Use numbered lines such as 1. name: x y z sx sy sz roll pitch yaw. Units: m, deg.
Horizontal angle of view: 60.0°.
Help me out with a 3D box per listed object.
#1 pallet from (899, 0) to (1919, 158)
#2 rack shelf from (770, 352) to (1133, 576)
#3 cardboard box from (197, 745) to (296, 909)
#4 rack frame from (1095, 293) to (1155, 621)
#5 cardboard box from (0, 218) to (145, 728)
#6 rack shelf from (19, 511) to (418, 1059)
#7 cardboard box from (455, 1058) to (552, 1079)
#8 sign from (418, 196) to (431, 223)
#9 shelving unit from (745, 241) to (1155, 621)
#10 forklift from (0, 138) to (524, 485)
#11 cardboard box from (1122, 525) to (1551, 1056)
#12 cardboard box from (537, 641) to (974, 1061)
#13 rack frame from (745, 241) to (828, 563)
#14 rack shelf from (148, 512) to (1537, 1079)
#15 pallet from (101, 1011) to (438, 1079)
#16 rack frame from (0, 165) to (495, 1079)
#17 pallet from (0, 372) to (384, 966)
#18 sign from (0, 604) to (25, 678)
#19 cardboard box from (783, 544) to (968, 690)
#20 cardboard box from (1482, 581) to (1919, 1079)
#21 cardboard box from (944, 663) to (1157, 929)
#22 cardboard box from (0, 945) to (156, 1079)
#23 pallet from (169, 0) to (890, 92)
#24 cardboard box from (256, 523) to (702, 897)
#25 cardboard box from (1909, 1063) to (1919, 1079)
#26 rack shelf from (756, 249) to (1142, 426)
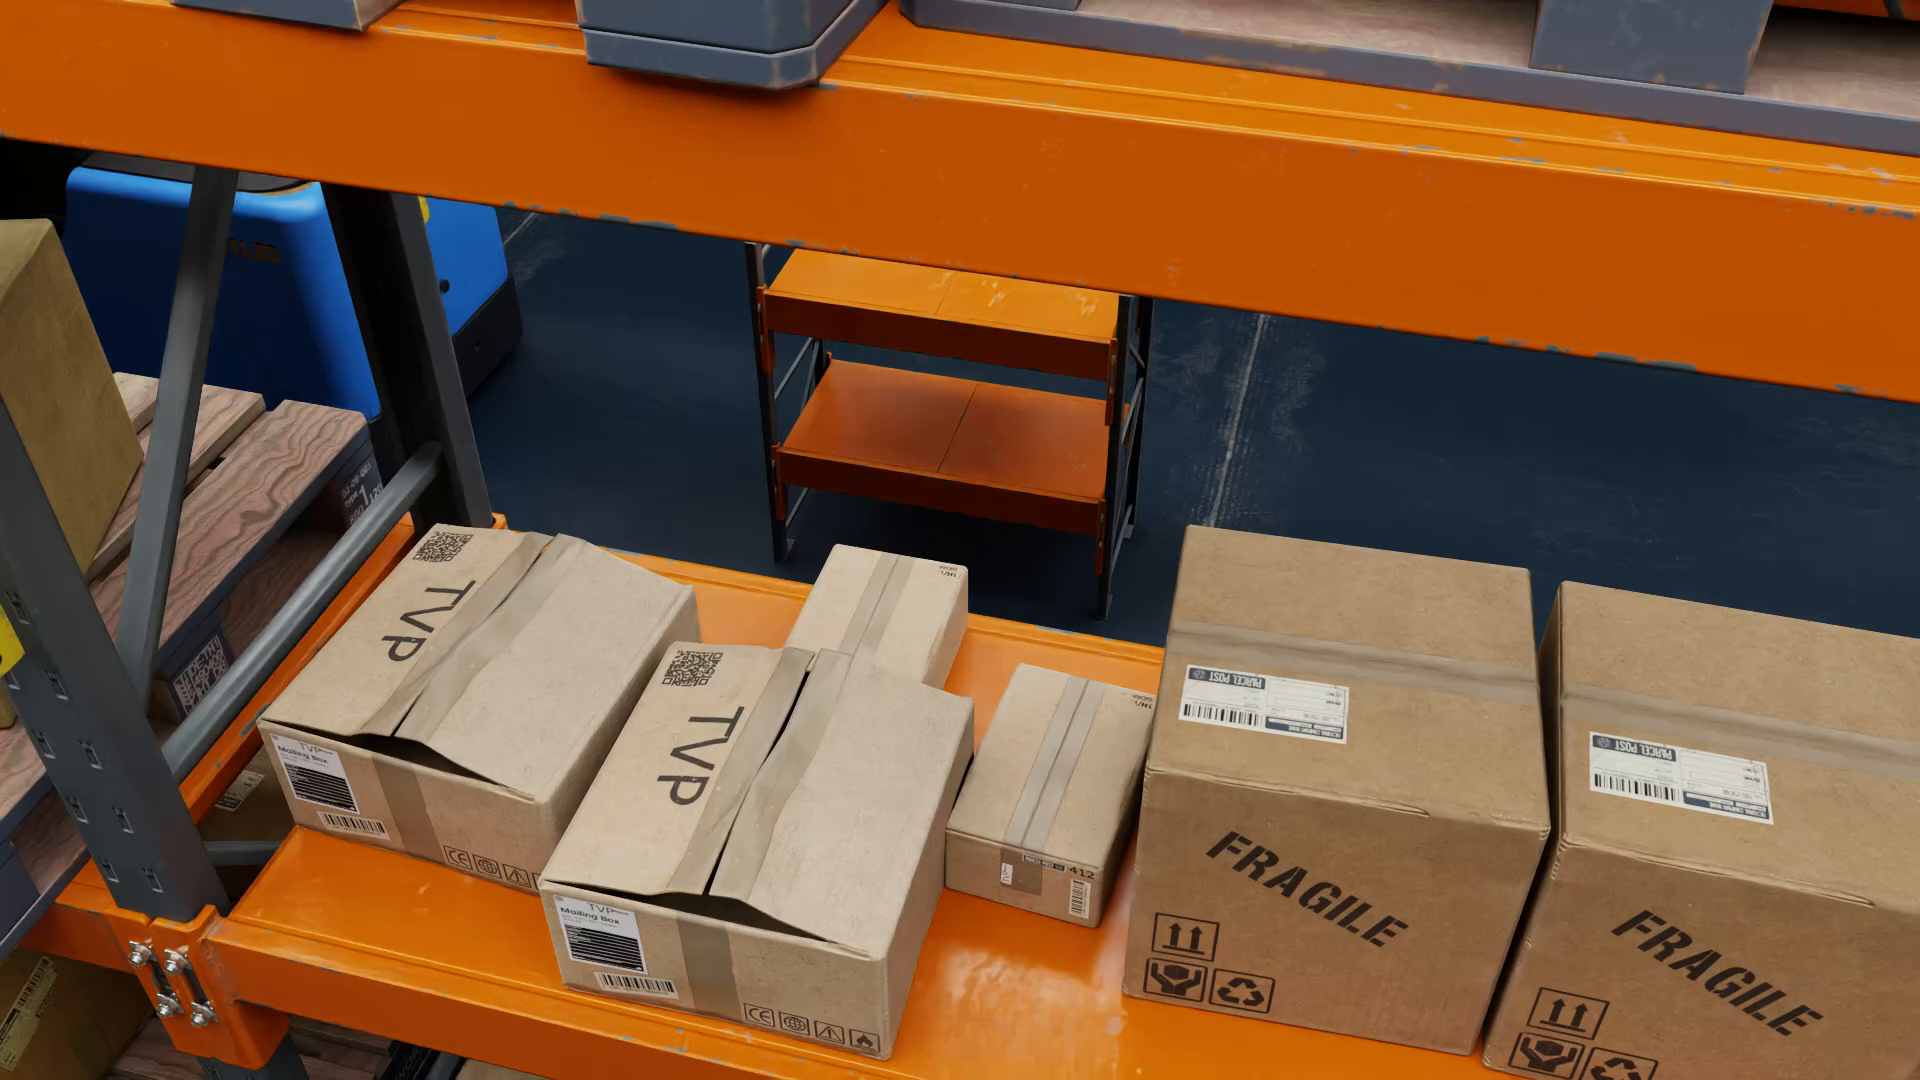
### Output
1. pallet: 0.666 -0.712 1.580 1.213 0.211 1.003 12 41 13
2. rack shelf: -0.007 -0.245 5.047 1.000 0.278 0.538 10 41 11
3. cardboard box: -1.460 0.659 3.735 0.500 0.500 0.500 11 41 13
4. rack frame: 0.485 -0.347 4.789 0.032 1.125 0.500 10 41 11
5. cardboard box: -1.732 -0.111 2.645 0.500 0.500 0.700 -3 40 -3
6. rack shelf: -3.026 0.066 3.398 4.000 0.370 1.077 10 41 11
7. cardboard box: -0.664 1.070 3.019 0.500 0.311 0.500 11 41 13
8. sign: -0.954 -0.666 2.810 0.005 0.325 0.100 10 41 11
9. shelving unit: -0.007 -0.432 4.890 1.048 1.125 0.538 10 41 11
10. forklift: -3.157 -1.807 5.123 3.031 2.935 1.130 11 41 12
11. cardboard box: 0.531 0.354 2.419 0.500 0.500 0.500 8 41 9
12. cardboard box: -0.280 0.426 2.479 0.500 0.311 0.500 9 41 11
13. rack frame: -0.498 -0.516 4.990 0.032 1.125 0.500 10 41 11
14. rack shelf: 0.838 0.731 2.607 4.000 0.370 1.077 10 41 11
15. pallet: -1.806 1.043 3.844 1.213 0.211 1.003 10 41 11
16. rack frame: -1.094 0.123 2.771 0.127 3.000 1.000 10 41 11
17. pallet: -1.767 0.127 2.915 1.003 0.211 1.213 10 41 11
18. sign: -1.225 0.049 2.021 0.005 0.325 0.100 10 41 11
19. cardboard box: -0.154 0.197 2.878 0.250 0.149 0.380 10 41 11
20. cardboard box: 1.039 0.441 2.315 0.500 0.500 0.500 10 41 11
21. cardboard box: 0.152 0.396 2.641 0.250 0.149 0.380 13 42 15
22. cardboard box: -2.058 0.902 3.445 0.500 0.500 0.500 11 41 13
23. pallet: -0.416 -0.896 1.799 1.003 0.211 1.213 12 41 13
24. cardboard box: -0.754 0.245 2.695 0.500 0.311 0.500 12 42 14
25. cardboard box: 1.523 0.524 2.216 0.500 0.500 0.500 13 42 15
26. rack shelf: -0.007 -0.656 4.701 1.000 0.278 0.538 10 41 11
